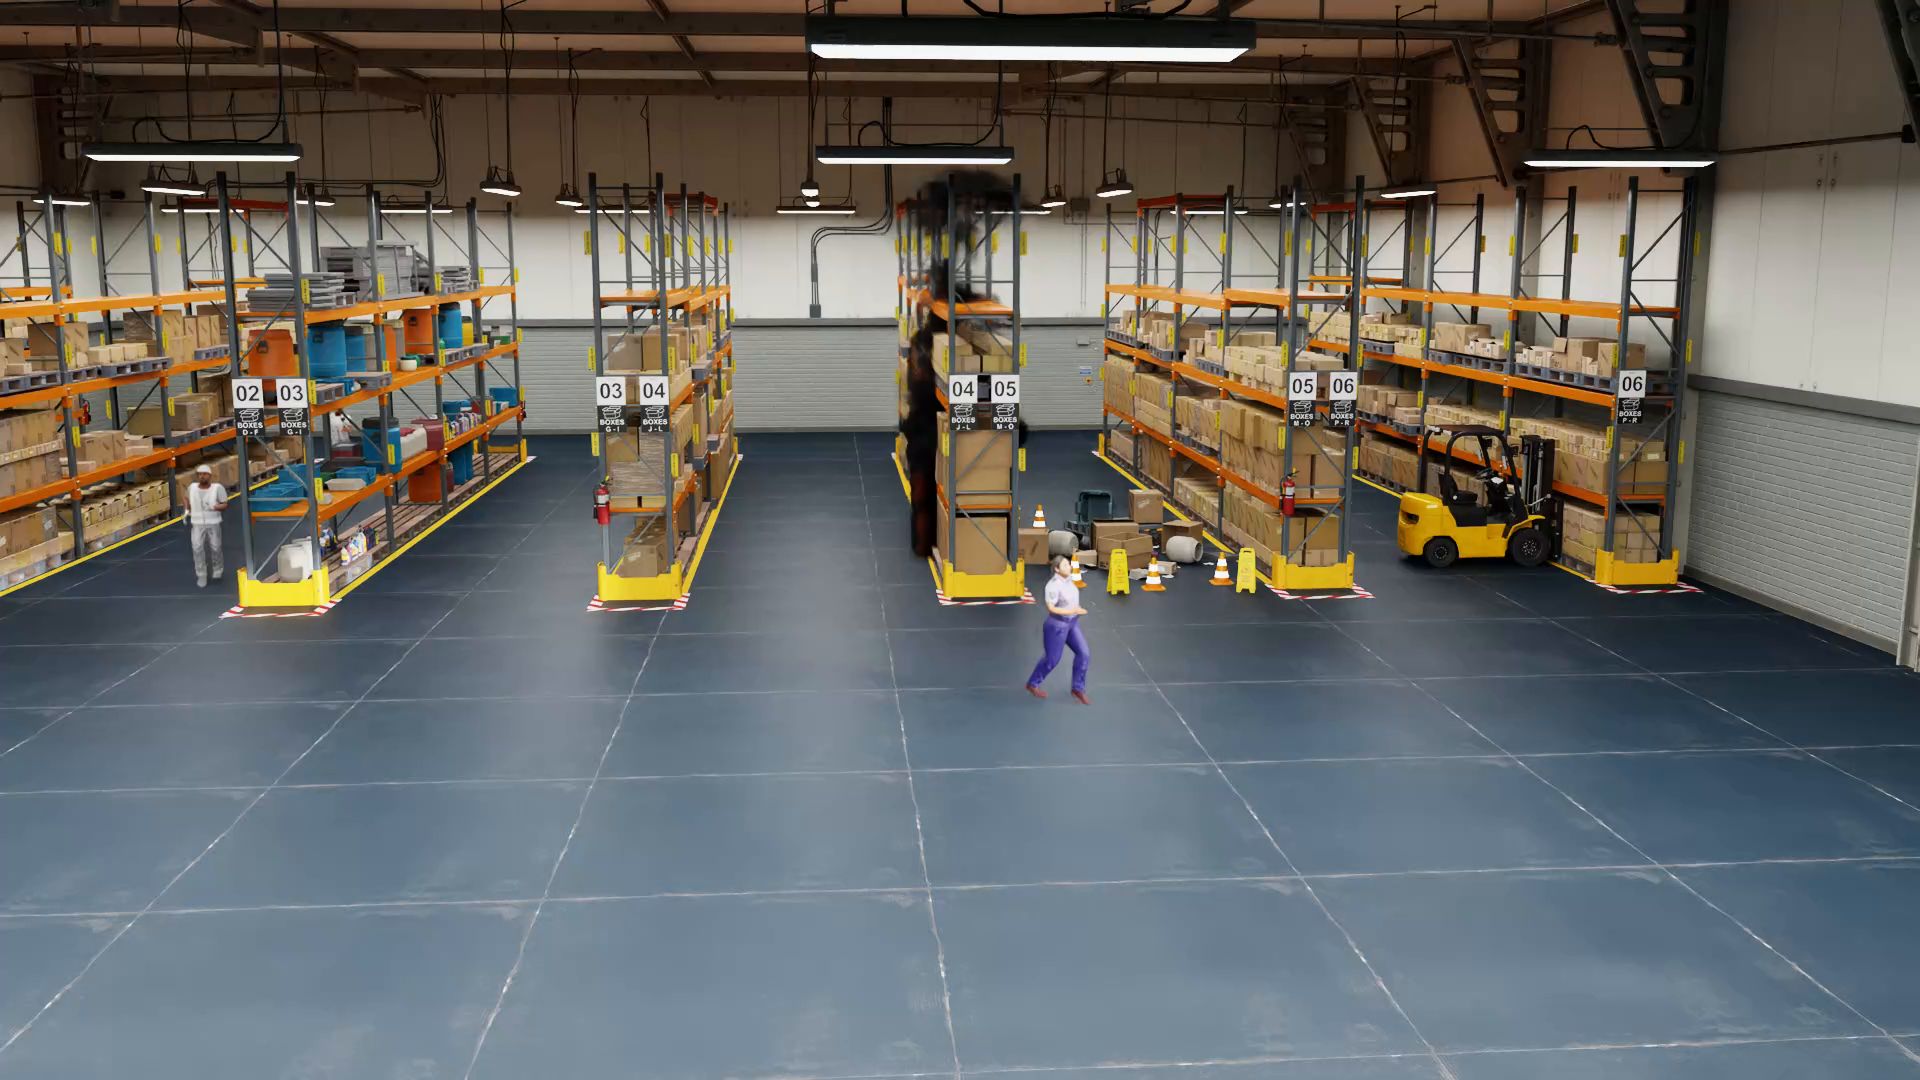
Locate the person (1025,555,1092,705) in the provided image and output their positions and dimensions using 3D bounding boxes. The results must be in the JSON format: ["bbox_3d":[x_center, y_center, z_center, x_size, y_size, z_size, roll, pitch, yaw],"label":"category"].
[{"bbox_3d":[1.093,1.001,18.399,0.759,1.701,0.608,7,12,33],"label":"person"}]

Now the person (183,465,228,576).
[{"bbox_3d":[-11.225,-0.283,24.747,0.656,1.666,0.724,-3,10,-16],"label":"person"}]

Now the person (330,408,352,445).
[{"bbox_3d":[-13.551,-2.163,36.371,0.530,1.690,0.812,-3,11,-18],"label":"person"}]
